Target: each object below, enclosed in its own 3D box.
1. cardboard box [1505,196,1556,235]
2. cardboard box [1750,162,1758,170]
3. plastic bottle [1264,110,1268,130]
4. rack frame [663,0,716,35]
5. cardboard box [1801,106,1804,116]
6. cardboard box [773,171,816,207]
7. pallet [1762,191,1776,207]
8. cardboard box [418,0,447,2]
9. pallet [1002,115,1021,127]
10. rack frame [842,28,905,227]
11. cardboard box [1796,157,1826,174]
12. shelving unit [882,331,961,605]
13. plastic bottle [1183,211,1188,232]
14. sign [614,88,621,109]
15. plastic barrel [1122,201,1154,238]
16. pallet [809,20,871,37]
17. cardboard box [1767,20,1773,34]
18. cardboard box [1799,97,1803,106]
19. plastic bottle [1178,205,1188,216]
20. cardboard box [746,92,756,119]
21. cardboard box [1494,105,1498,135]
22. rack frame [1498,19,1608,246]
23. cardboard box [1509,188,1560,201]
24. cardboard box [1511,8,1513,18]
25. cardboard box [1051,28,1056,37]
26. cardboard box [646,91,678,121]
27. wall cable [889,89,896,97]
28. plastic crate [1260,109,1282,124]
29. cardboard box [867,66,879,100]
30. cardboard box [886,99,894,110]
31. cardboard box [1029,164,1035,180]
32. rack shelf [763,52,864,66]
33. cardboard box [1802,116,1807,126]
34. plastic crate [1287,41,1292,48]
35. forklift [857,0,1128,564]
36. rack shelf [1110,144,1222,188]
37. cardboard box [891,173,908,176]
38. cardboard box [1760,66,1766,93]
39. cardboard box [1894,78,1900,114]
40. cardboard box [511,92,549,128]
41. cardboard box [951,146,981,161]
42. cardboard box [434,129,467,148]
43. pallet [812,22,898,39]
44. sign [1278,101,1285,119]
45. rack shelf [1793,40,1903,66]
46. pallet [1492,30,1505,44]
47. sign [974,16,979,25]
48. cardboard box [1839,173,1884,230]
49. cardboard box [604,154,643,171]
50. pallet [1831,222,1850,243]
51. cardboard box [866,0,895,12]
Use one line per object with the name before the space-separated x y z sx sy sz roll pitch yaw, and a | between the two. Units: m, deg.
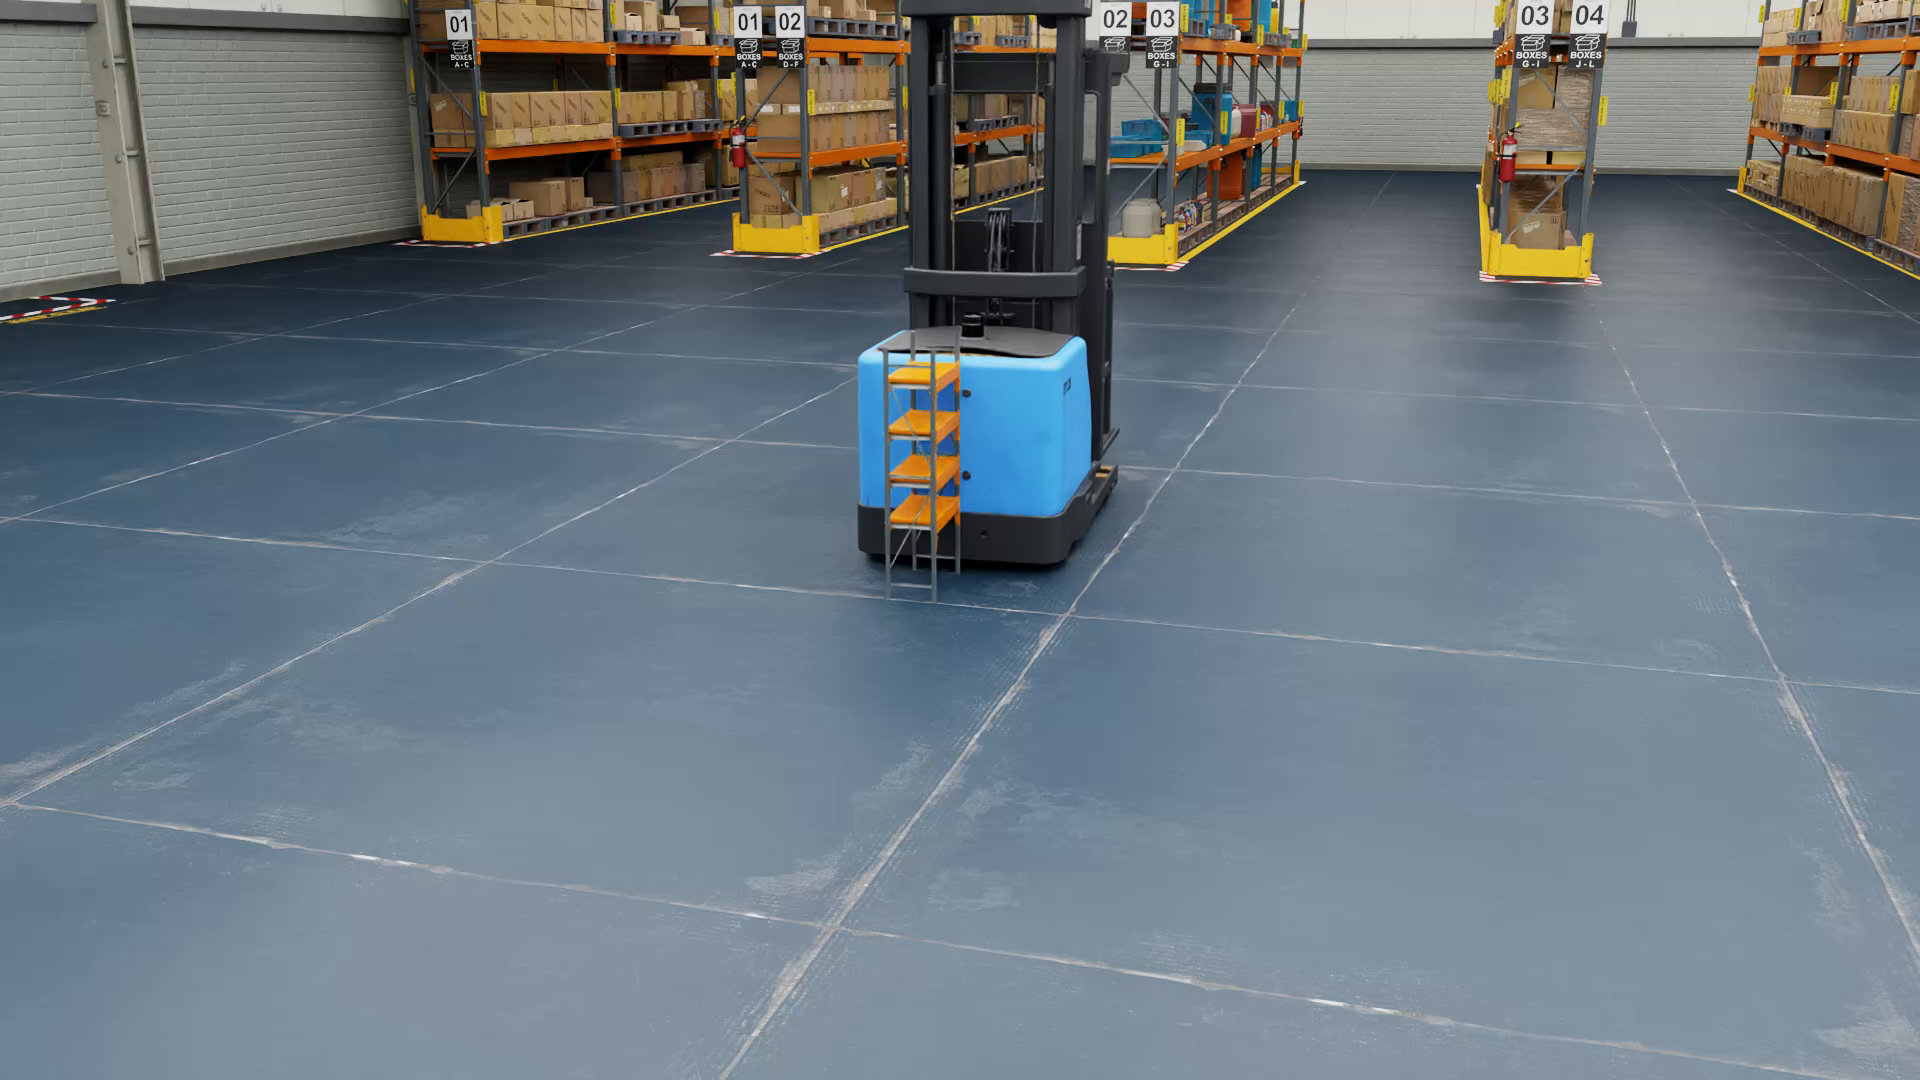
cardboard box | 7.815 -4.436 22.785 0.500 0.500 0.500 11 19 33
cardboard box | 15.628 -7.286 32.384 0.380 0.149 0.250 5 16 16
plastic bottle | 5.700 -7.876 31.192 0.144 0.351 0.185 5 16 16
rack frame | -4.988 -10.774 30.323 1.000 3.000 0.127 5 16 16
cardboard box | 14.055 -7.051 27.337 0.380 0.149 0.250 5 17 17
cardboard box | -2.373 -5.078 24.130 0.500 0.500 0.500 5 16 16
pallet | 15.280 -6.208 30.329 1.003 0.211 1.213 5 16 16
cardboard box | -7.389 -7.910 23.670 0.500 0.500 0.500 5 17 18
pallet | 0.568 -8.258 32.799 1.003 0.211 1.213 5 16 16
rack frame | -1.374 -6.458 26.101 1.000 3.000 0.127 5 16 16
cardboard box | 14.362 -6.286 27.930 0.500 0.250 0.500 5 17 18
shelving unit | -0.174 -0.350 7.864 0.258 1.200 0.503 4 16 13
plastic bottle | 3.133 -4.439 23.155 0.061 0.283 0.133 5 17 17
sign | -5.602 -7.218 27.193 0.100 0.325 0.005 5 16 16
plastic barrel | 2.351 -4.210 21.964 0.421 0.512 0.421 0 16 0
pallet | -1.940 -7.315 23.788 1.003 0.211 1.213 5 16 16
cardboard box | 15.739 -9.797 31.736 0.500 0.250 0.500 4 16 15
cardboard box | 14.131 -7.262 27.535 0.380 0.149 0.250 5 17 18
plastic bottle | 3.264 -4.738 24.223 0.152 0.276 0.135 5 16 16
cardboard box | -4.304 -8.462 32.401 0.500 0.500 0.500 5 16 16
cardboard box | 9.454 -7.198 28.526 0.500 0.500 0.500 4 16 14
rack frame | 6.986 -4.642 19.700 1.000 3.000 0.127 5 16 16
cardboard box | 8.318 -4.857 24.231 0.700 0.500 0.500 3 16 12
cardboard box | 7.735 -7.191 22.731 0.380 0.149 0.250 4 16 14
cardboard box | 1.712 -10.662 34.785 0.500 0.250 0.500 5 16 16
cardboard box | -5.444 -7.696 29.476 0.700 0.500 0.500 5 16 16
wall cable | -0.764 -12.825 43.245 3.097 2.526 0.112 5 16 16
plastic crate | 6.258 -8.523 33.489 0.437 0.282 0.530 5 16 16
cardboard box | -1.636 -6.881 25.033 0.700 0.500 0.500 5 16 16
cardboard box | -1.246 -6.731 25.690 0.380 0.149 0.250 5 16 16
cardboard box | 1.226 -7.562 34.115 0.500 0.311 0.500 5 16 16
rack shelf | -3.282 -10.555 36.365 1.077 0.370 4.000 5 16 16
cardboard box | 13.980 -6.838 27.131 0.380 0.149 0.250 4 16 13
plastic crate | 6.435 -9.969 33.465 0.437 0.136 0.530 5 16 16
forklift | 0.315 -1.650 9.276 1.130 2.935 3.031 4 16 13
rack shelf | 2.806 -5.204 22.997 1.077 0.370 4.000 5 16 16
cardboard box | -0.870 -5.826 27.116 0.500 0.311 0.500 4 16 15
cardboard box | 15.741 -8.860 32.009 0.500 0.500 0.500 5 17 17
cardboard box | 12.985 -5.937 22.250 0.700 0.500 0.500 4 16 15
cardboard box | -6.534 -6.458 24.964 0.500 0.500 0.500 4 16 14
cardboard box | 0.102 -7.420 31.894 0.500 0.250 0.500 4 16 15
cardboard box | -7.314 -5.870 24.264 0.500 0.250 0.500 5 17 17
pallet | -1.591 -7.633 24.910 1.003 0.211 1.213 5 16 16
sign | 6.175 -8.256 31.933 0.100 0.325 0.005 5 16 16
rack shelf | 14.555 -7.945 27.163 1.077 0.370 4.000 5 16 16
pallet | 9.392 -8.260 27.304 1.213 0.211 1.003 5 17 18
sign | 0.293 -9.189 29.141 0.100 0.325 0.005 5 16 16
cardboard box | 13.218 -4.819 23.676 1.050 0.750 0.750 5 16 16
cardboard box | -5.809 -6.520 28.721 0.500 0.250 0.500 4 16 15
pallet | 13.342 -4.464 24.182 1.003 0.211 1.213 5 16 16
cardboard box | -1.161 -8.550 26.111 0.500 0.500 0.500 5 17 17
